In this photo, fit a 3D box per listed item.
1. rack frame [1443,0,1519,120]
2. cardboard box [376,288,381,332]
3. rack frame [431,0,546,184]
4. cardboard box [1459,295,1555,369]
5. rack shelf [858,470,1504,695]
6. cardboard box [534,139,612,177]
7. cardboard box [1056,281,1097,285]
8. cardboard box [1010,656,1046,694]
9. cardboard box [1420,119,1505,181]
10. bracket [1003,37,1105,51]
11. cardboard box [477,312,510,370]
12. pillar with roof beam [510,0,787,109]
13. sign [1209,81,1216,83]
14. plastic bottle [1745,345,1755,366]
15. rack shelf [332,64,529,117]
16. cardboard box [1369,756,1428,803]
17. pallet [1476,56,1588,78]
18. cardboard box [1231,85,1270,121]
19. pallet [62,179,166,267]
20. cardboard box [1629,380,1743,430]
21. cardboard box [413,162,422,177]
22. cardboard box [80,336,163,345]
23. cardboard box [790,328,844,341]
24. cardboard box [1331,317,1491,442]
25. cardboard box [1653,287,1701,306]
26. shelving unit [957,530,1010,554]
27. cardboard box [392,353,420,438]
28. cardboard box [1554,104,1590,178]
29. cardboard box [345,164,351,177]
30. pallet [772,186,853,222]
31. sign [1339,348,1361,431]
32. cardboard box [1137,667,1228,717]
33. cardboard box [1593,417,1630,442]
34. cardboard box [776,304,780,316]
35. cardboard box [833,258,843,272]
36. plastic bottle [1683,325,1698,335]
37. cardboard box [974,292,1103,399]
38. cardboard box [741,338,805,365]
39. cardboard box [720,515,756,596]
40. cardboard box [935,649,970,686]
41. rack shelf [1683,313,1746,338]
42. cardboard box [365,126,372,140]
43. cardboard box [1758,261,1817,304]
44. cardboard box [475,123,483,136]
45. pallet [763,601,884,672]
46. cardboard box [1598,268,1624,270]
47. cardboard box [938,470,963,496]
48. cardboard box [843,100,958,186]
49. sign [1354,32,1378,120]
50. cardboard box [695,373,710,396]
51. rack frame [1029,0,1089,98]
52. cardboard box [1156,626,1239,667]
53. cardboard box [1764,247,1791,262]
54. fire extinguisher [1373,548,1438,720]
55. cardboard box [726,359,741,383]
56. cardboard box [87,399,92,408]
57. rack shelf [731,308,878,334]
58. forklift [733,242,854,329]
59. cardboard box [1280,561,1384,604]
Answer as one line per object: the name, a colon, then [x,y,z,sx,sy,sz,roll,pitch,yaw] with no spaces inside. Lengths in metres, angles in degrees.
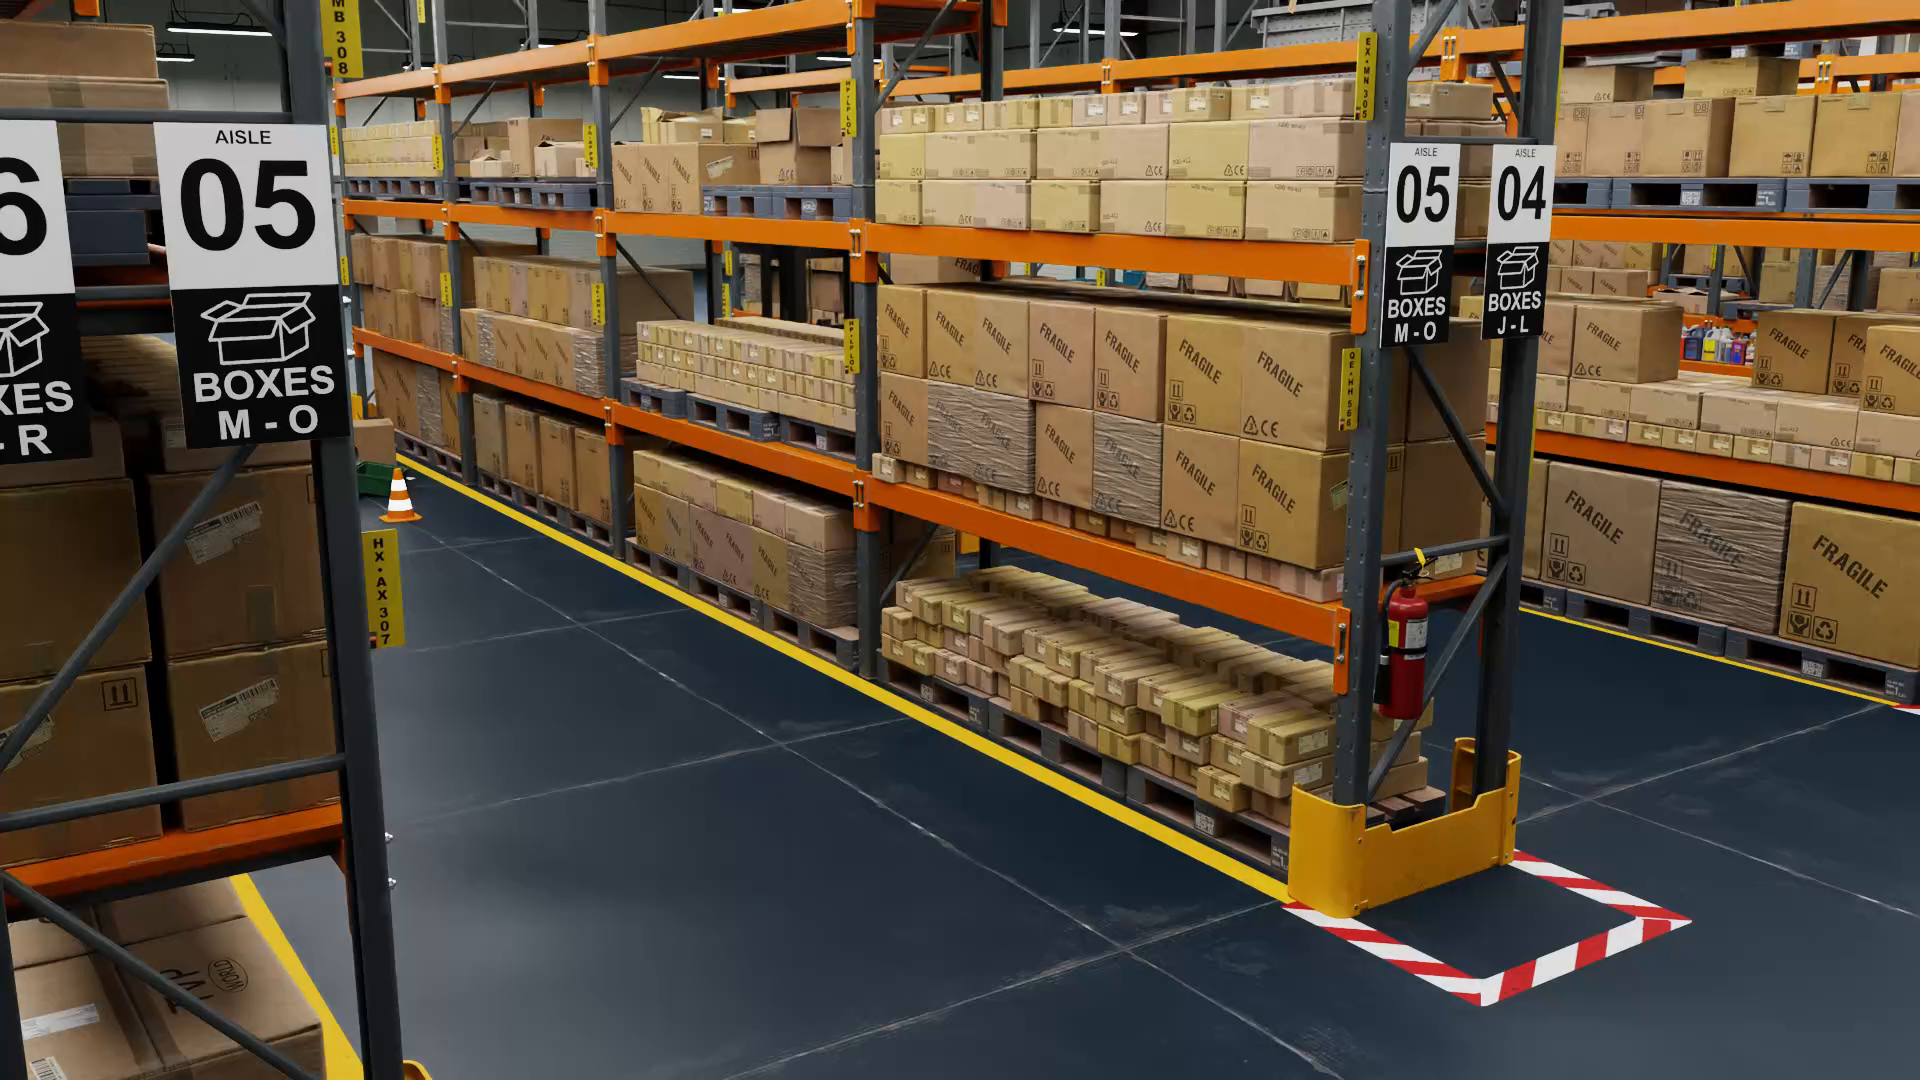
rack frame: [4.000,-4.155,12.297,1.000,3.000,0.127,-8,15,-33]
cardboard box: [-6.267,-2.706,19.366,0.875,0.550,0.550,-8,15,-33]
rack frame: [-4.617,-5.008,16.200,1.000,3.000,0.127,-8,15,-33]
cardboard box: [4.053,-1.547,12.314,0.500,0.500,0.500,-8,15,-33]
rack shelf: [0.923,0.052,8.785,1.077,0.370,4.000,-8,15,-33]
cardboard box: [-3.230,-3.192,13.909,0.500,0.311,0.500,-8,15,-33]
cardboard box: [1.059,-2.368,16.952,0.700,0.500,0.500,-6,14,-24]
cardboard box: [0.496,0.716,9.062,0.380,0.149,0.250,-8,15,-33]
cardboard box: [1.999,-1.690,7.230,0.500,0.250,0.500,-8,15,-32]
bracket: [2.219,-12.411,41.627,0.076,0.066,4.783,-8,15,-33]
cardboard box: [-4.270,-1.911,15.847,0.500,0.500,0.500,-8,15,-32]
pillar with roof beam: [-9.375,-12.852,52.066,9.100,9.000,0.548,-8,15,-33]
sign: [3.227,-5.998,21.217,0.100,0.325,0.005,-8,15,-33]
plastic bottle: [7.549,-1.762,15.865,0.097,0.201,0.097,0,12,0]
rack shelf: [-5.726,-4.817,17.946,1.077,0.370,4.000,-8,15,-33]
cardboard box: [2.007,1.113,7.941,0.380,0.149,0.250,-8,15,-32]
pallet: [6.281,-5.033,17.690,1.213,0.211,1.003,-8,15,-33]
cardboard box: [1.404,-1.900,7.255,0.380,0.149,0.250,-9,15,-34]
pallet: [-2.453,-0.892,4.607,1.003,0.211,1.213,-8,15,-33]
cardboard box: [4.872,-0.912,11.167,0.500,0.250,0.500,-8,15,-33]
cardboard box: [-5.370,-3.792,17.029,0.380,0.149,0.250,-8,15,-32]
cardboard box: [-3.305,-0.700,6.447,0.380,0.149,0.250,-8,15,-33]
cardboard box: [-1.033,-1.476,12.303,0.380,0.149,0.250,-7,14,-30]
cardboard box: [2.003,-0.737,7.442,0.500,0.500,0.500,-8,15,-33]
cardboard box: [9.699,-3.246,22.391,0.500,0.311,0.500,-8,15,-33]
shelving unit: [-0.042,-0.746,14.264,0.587,1.500,1.083,-8,15,-33]
cardboard box: [-5.914,-1.687,19.046,0.875,0.875,0.875,-8,15,-34]
cardboard box: [4.484,-2.860,11.947,0.700,0.500,0.500,-9,15,-36]
cardboard box: [-6.911,-4.287,19.293,0.380,0.149,0.250,-8,15,-32]
pallet: [-0.438,-2.151,10.594,1.213,0.211,1.003,-8,15,-33]
sign: [1.558,-0.601,6.640,0.100,0.325,0.005,-8,15,-33]
cardboard box: [1.096,0.753,8.194,0.380,0.149,0.250,-9,15,-35]
cardboard box: [4.606,-0.779,11.490,0.380,0.149,0.250,-8,15,-32]
cardboard box: [-2.152,-2.976,21.538,0.380,0.149,0.250,-8,15,-33]
cardboard box: [-1.189,-3.466,19.917,0.500,0.500,0.500,-8,15,-33]
plastic bottle: [7.543,-2.083,17.156,0.152,0.276,0.135,-8,15,-33]
cardboard box: [0.415,-1.045,8.847,0.500,0.500,0.500,-8,15,-32]
cardboard box: [-1.291,-1.308,11.535,0.380,0.149,0.250,-9,15,-35]
cardboard box: [-1.369,0.076,11.860,0.500,0.500,0.500,-8,15,-34]
cardboard box: [0.078,0.721,9.734,0.380,0.149,0.250,-8,15,-33]
rack shelf: [8.925,-3.112,23.253,1.077,0.370,4.000,-8,15,-33]
cardboard box: [-6.351,-4.497,18.389,0.380,0.149,0.250,-8,15,-34]
cardboard box: [10.476,-3.263,21.043,0.500,0.500,0.700,9,15,36]
cardboard box: [-4.819,-4.259,17.300,0.380,0.149,0.250,-8,15,-33]
pallet: [-0.618,0.569,11.265,1.003,0.211,1.213,-8,15,-33]
cardboard box: [11.154,-4.480,28.131,0.500,0.250,0.500,-8,15,-33]
cardboard box: [0.096,-0.365,9.596,0.380,0.149,0.250,-9,15,-35]
cardboard box: [-0.303,-2.455,10.327,0.700,0.500,0.500,-8,15,-33]
sign: [1.558,-1.779,6.383,0.100,0.325,0.005,-8,15,-33]
cardboard box: [-1.723,-1.155,12.226,0.380,0.149,0.250,-8,14,-31]
rack frame: [1.475,-6.875,24.737,1.000,3.000,0.127,-8,15,-33]
cardboard box: [1.278,0.588,8.948,0.380,0.149,0.250,-8,15,-32]
cardboard box: [12.886,-4.361,26.020,0.700,0.500,0.500,-6,14,-25]
fire extinguisher: [1.787,0.376,6.675,0.296,0.674,0.183,-8,15,-33]
cardboard box: [-1.433,-1.208,11.773,0.380,0.149,0.250,-7,14,-31]
cardboard box: [-2.923,-0.266,5.984,0.500,0.500,0.500,-8,15,-33]
rack shelf: [-1.540,-2.651,21.147,1.077,0.370,4.000,-8,15,-33]
forklift: [-1.587,-2.025,16.761,1.130,2.935,3.031,-8,15,-31]
cardboard box: [1.615,0.155,7.221,0.380,0.149,0.250,-8,15,-33]
